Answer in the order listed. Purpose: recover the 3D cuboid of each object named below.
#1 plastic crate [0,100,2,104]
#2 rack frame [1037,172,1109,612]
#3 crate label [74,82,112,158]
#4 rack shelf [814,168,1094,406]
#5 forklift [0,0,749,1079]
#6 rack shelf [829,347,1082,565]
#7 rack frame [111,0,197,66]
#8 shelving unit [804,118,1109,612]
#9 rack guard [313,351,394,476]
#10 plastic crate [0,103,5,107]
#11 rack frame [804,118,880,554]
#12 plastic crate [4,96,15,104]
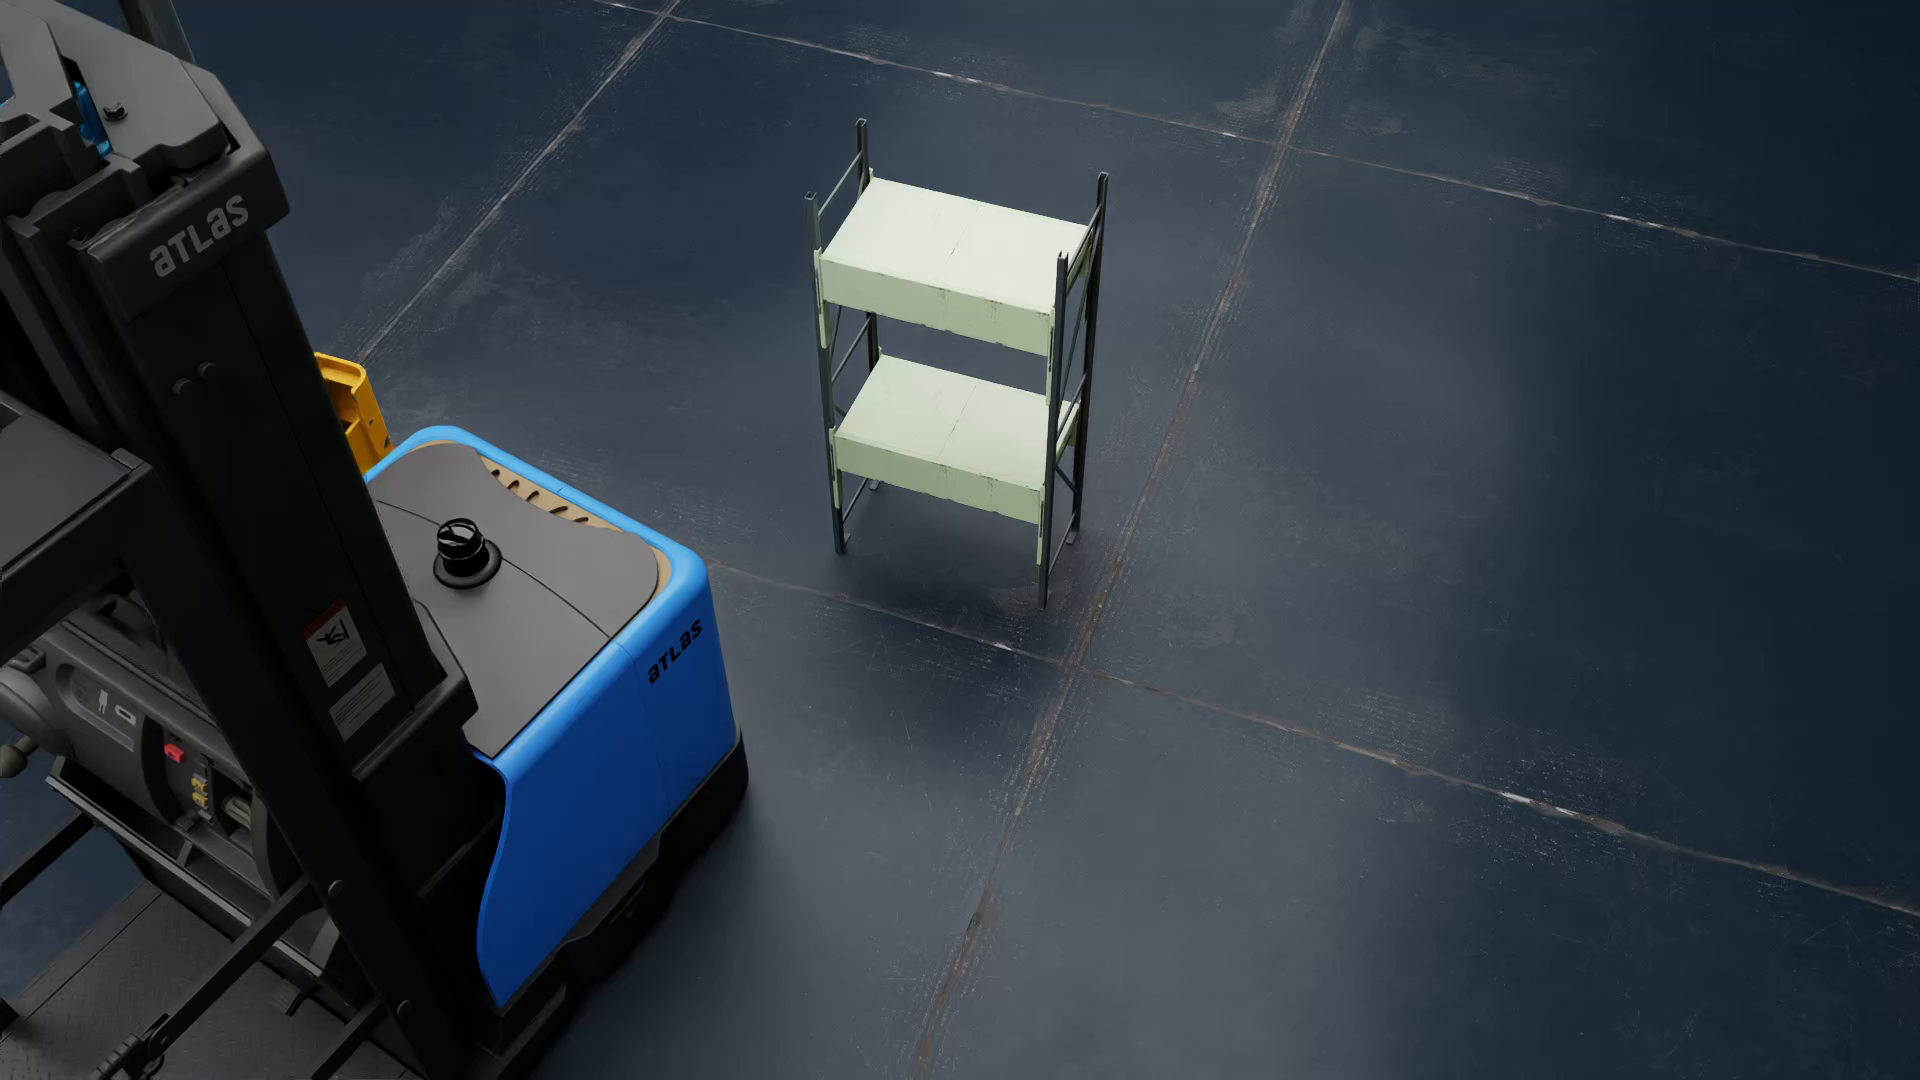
[{"bbox_3d":[-3.096,-1.294,4.958,0.300,0.233,0.416,16,51,13],"label":"plastic crate"},{"bbox_3d":[0.337,-0.397,5.102,0.023,1.500,0.400,16,51,13],"label":"rack frame"},{"bbox_3d":[-2.479,-1.122,4.808,0.303,0.233,0.416,16,51,13],"label":"crate label"},{"bbox_3d":[-0.006,-0.749,4.890,0.720,0.370,0.431,16,51,13],"label":"rack shelf"},{"bbox_3d":[-1.861,0.531,3.350,1.130,2.935,3.031,26,54,21],"label":"forklift"},{"bbox_3d":[-0.006,-0.279,5.431,0.720,0.370,0.431,16,51,13],"label":"rack shelf"},{"bbox_3d":[-2.361,-0.859,4.509,0.127,3.000,1.000,16,51,13],"label":"rack frame"},{"bbox_3d":[-0.006,-0.493,5.185,0.755,1.500,0.431,16,51,13],"label":"shelving unit"},{"bbox_3d":[-2.334,-0.043,5.457,0.348,0.500,1.175,16,51,13],"label":"rack guard"},{"bbox_3d":[-2.740,-0.845,4.435,0.499,0.435,0.616,16,51,13],"label":"plastic crate"},{"bbox_3d":[-0.350,-0.589,5.268,0.023,1.500,0.400,16,51,13],"label":"rack frame"},{"bbox_3d":[-2.751,-1.233,4.968,0.298,0.136,0.250,16,51,13],"label":"plastic crate"}]
